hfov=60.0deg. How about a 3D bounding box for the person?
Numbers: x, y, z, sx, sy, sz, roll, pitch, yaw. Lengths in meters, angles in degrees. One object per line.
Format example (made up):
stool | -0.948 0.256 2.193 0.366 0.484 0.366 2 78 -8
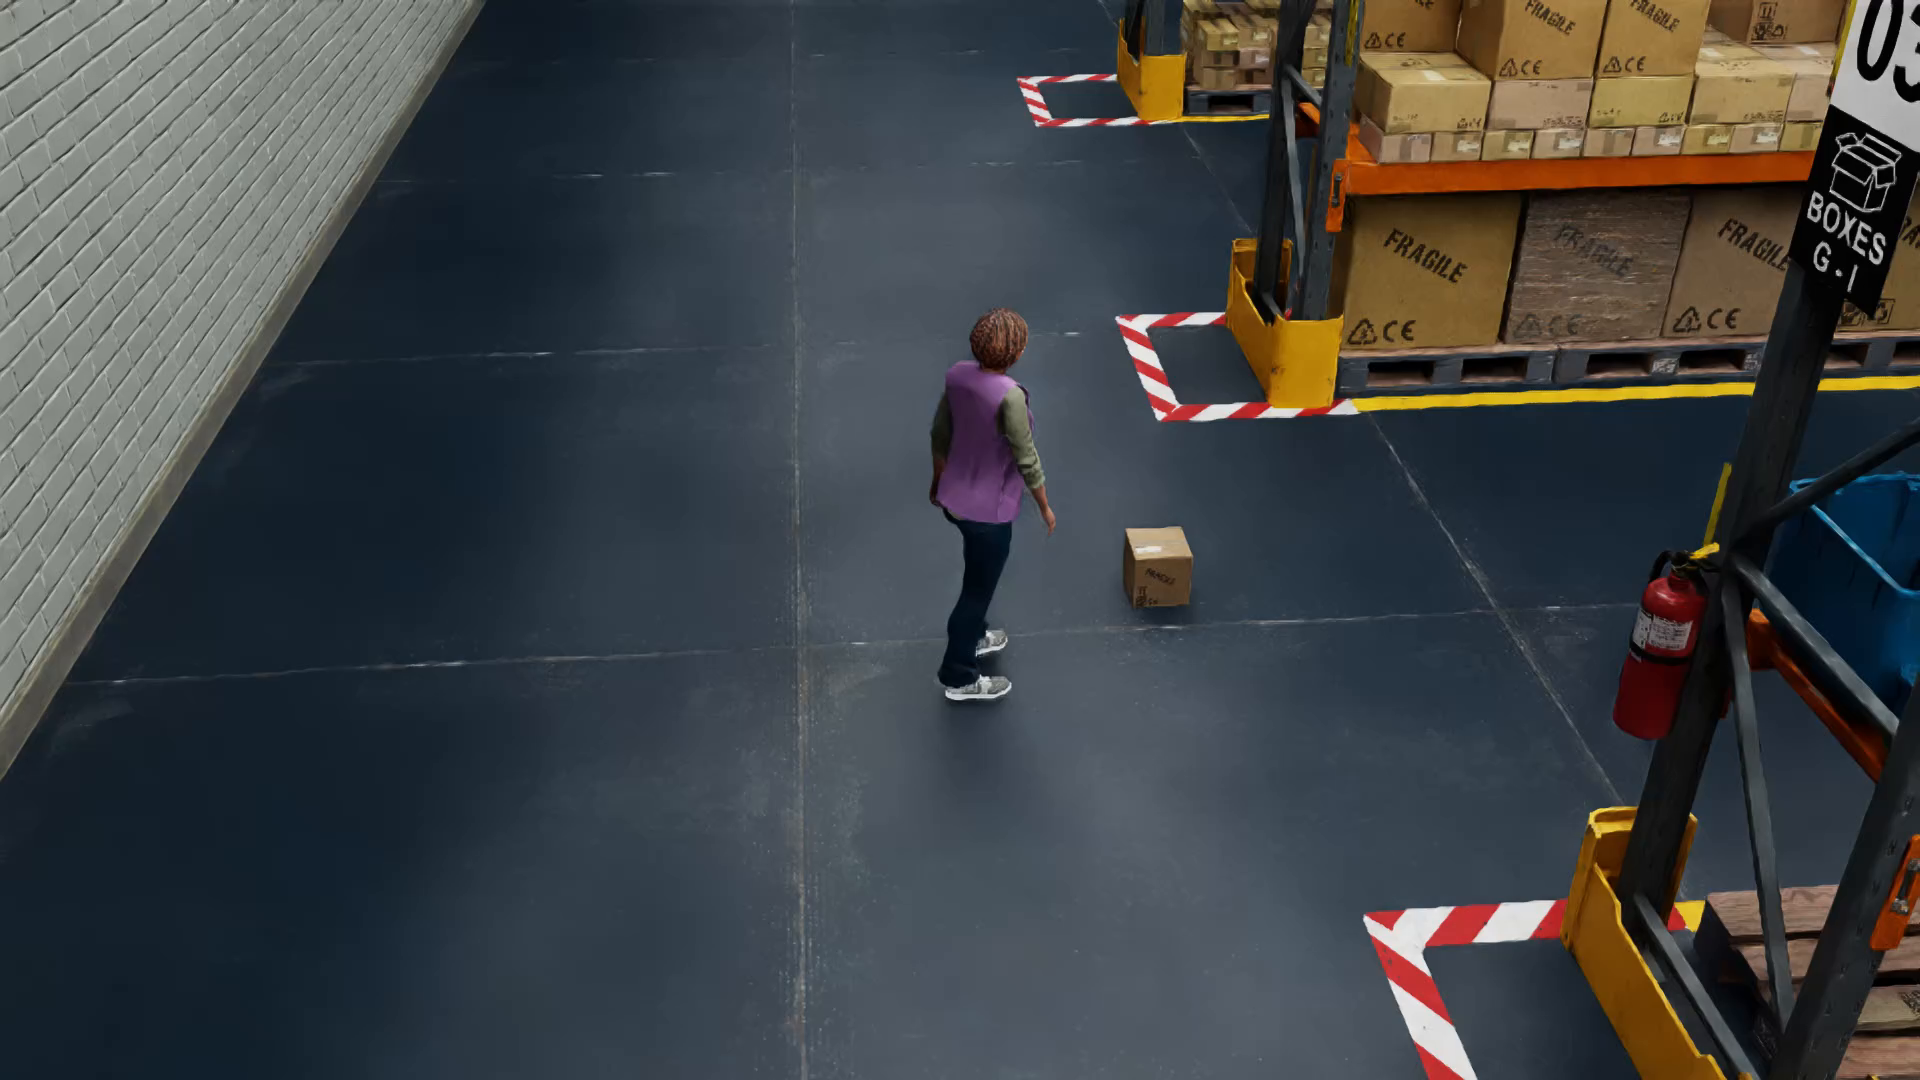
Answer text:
person | 0.068 -0.133 6.367 0.458 1.569 0.542 -19 36 -28
